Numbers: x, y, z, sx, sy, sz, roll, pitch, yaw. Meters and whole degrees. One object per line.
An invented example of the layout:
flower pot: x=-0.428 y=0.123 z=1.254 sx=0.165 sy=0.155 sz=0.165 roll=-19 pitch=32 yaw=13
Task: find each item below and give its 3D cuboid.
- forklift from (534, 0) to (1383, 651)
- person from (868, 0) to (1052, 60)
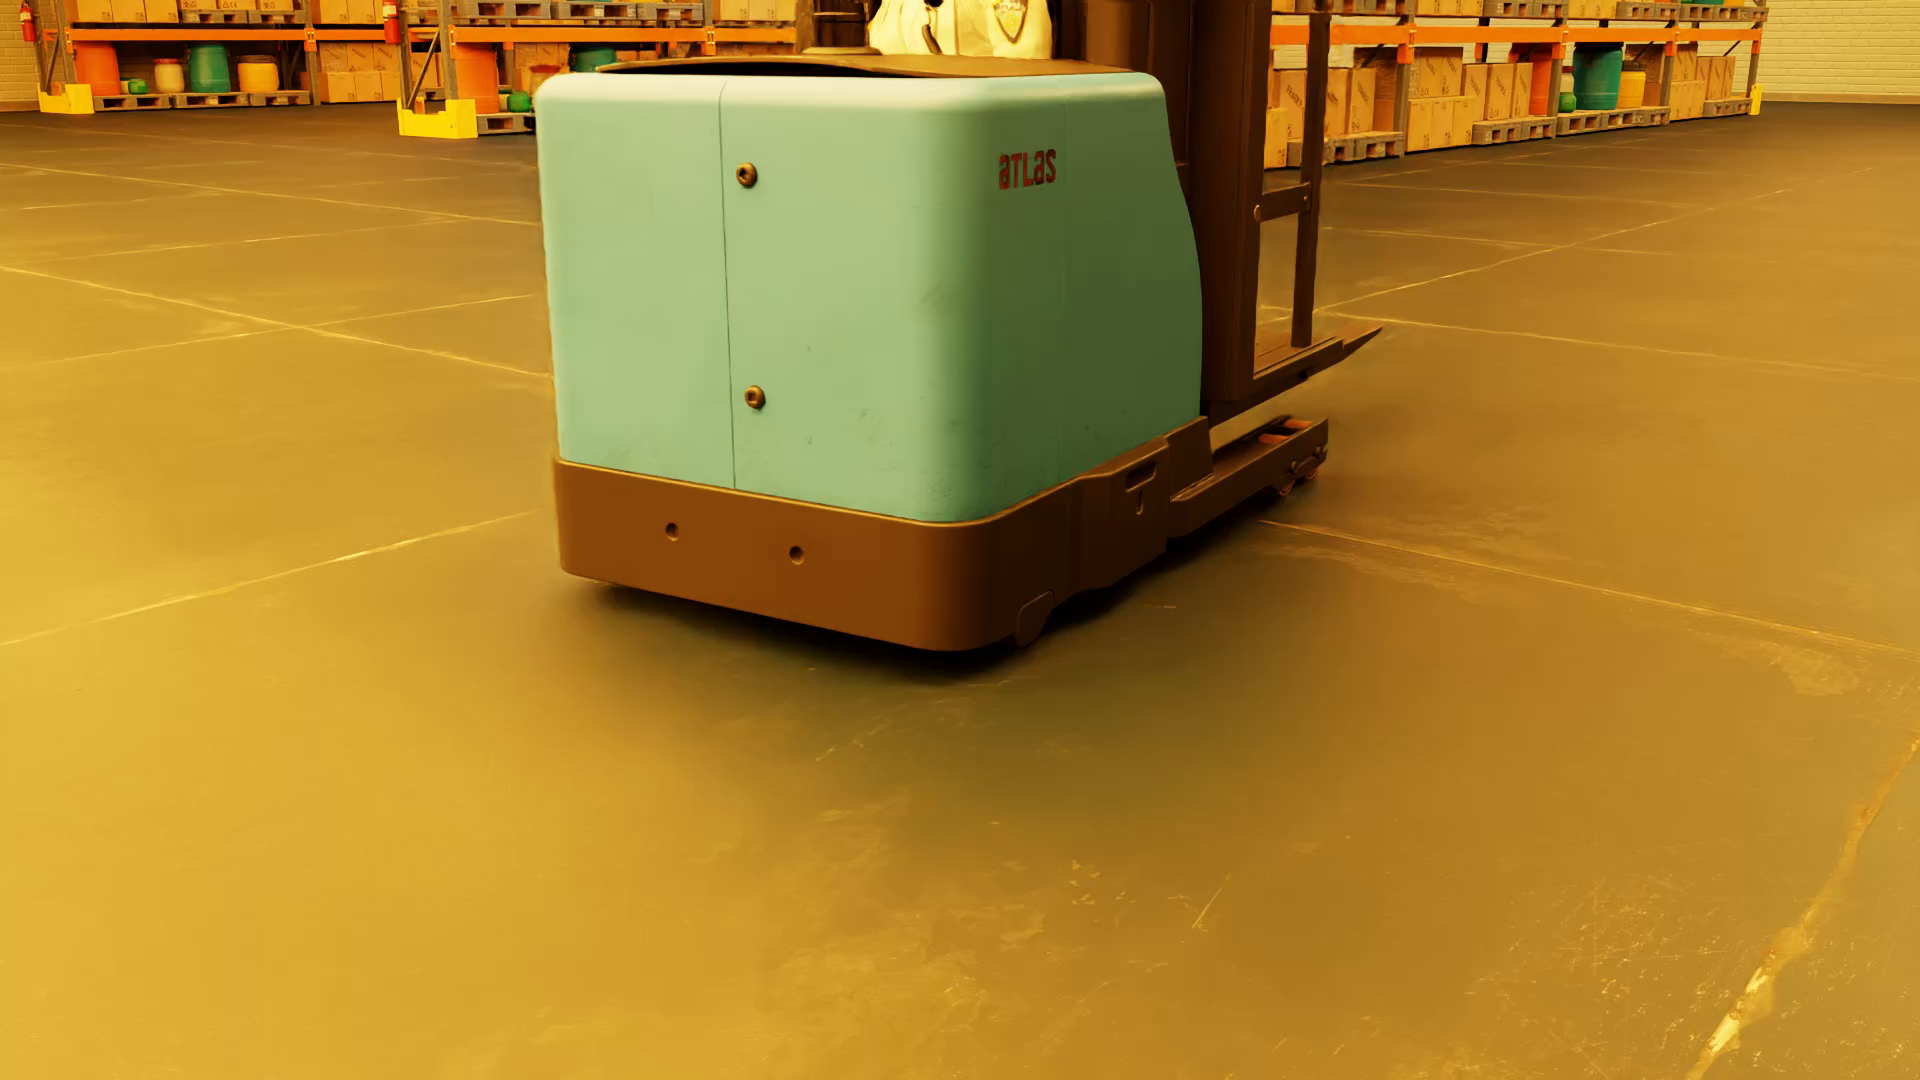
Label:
forklift: x=0.339 y=-1.575 z=4.083 sx=1.130 sy=2.935 sz=3.031 roll=10 pitch=19 yaw=29
person: x=-0.144 y=-0.735 z=3.610 sx=0.563 sy=1.591 sz=0.692 roll=-13 pitch=21 yaw=-37
